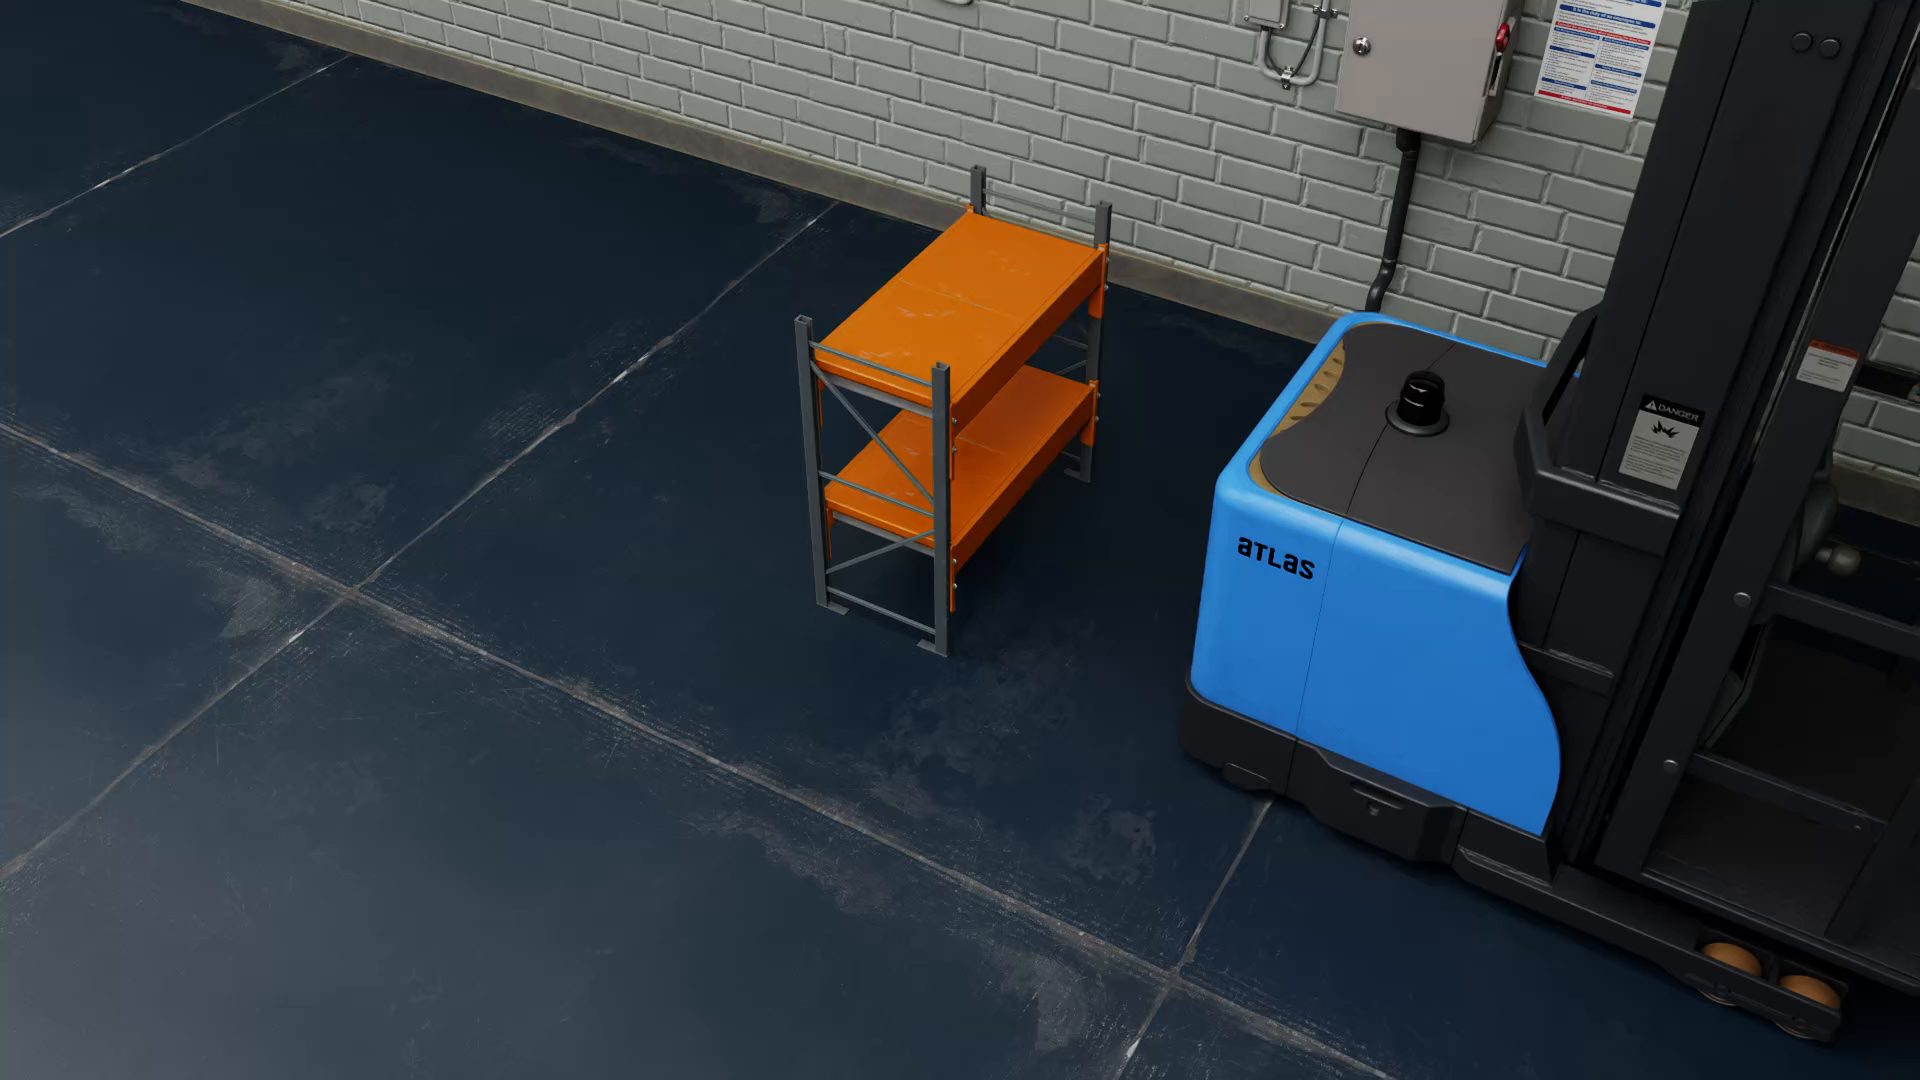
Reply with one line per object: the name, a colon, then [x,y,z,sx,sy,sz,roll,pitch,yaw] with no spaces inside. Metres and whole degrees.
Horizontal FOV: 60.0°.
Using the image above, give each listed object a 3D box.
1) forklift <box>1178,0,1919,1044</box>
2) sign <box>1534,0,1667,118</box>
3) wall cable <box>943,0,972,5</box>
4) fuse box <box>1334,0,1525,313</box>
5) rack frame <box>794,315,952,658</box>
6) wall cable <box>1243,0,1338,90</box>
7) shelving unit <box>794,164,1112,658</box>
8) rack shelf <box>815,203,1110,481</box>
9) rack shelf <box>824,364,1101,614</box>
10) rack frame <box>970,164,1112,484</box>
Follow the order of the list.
forklift: [2.184,-0.221,3.783,3.031,2.935,1.130,21,46,23]
sign: [2.087,-1.637,5.411,0.329,0.494,0.001,21,45,22]
wall cable: [-0.190,-2.889,5.968,0.585,1.953,0.123,21,45,22]
fuse box: [1.555,-1.234,5.856,0.539,1.711,0.414,21,45,22]
rack frame: [-0.251,-0.135,5.052,0.500,1.125,0.032,21,45,22]
wall cable: [1.044,-2.414,5.453,0.588,1.984,0.122,21,45,22]
shelving unit: [0.003,-0.426,5.383,0.538,1.125,1.048,21,45,22]
rack shelf: [0.003,-0.646,5.189,0.538,0.278,1.000,21,45,22]
rack shelf: [0.003,-0.243,5.544,0.538,0.278,1.000,21,45,22]
rack frame: [0.258,-0.717,5.713,0.500,1.125,0.032,21,45,22]
